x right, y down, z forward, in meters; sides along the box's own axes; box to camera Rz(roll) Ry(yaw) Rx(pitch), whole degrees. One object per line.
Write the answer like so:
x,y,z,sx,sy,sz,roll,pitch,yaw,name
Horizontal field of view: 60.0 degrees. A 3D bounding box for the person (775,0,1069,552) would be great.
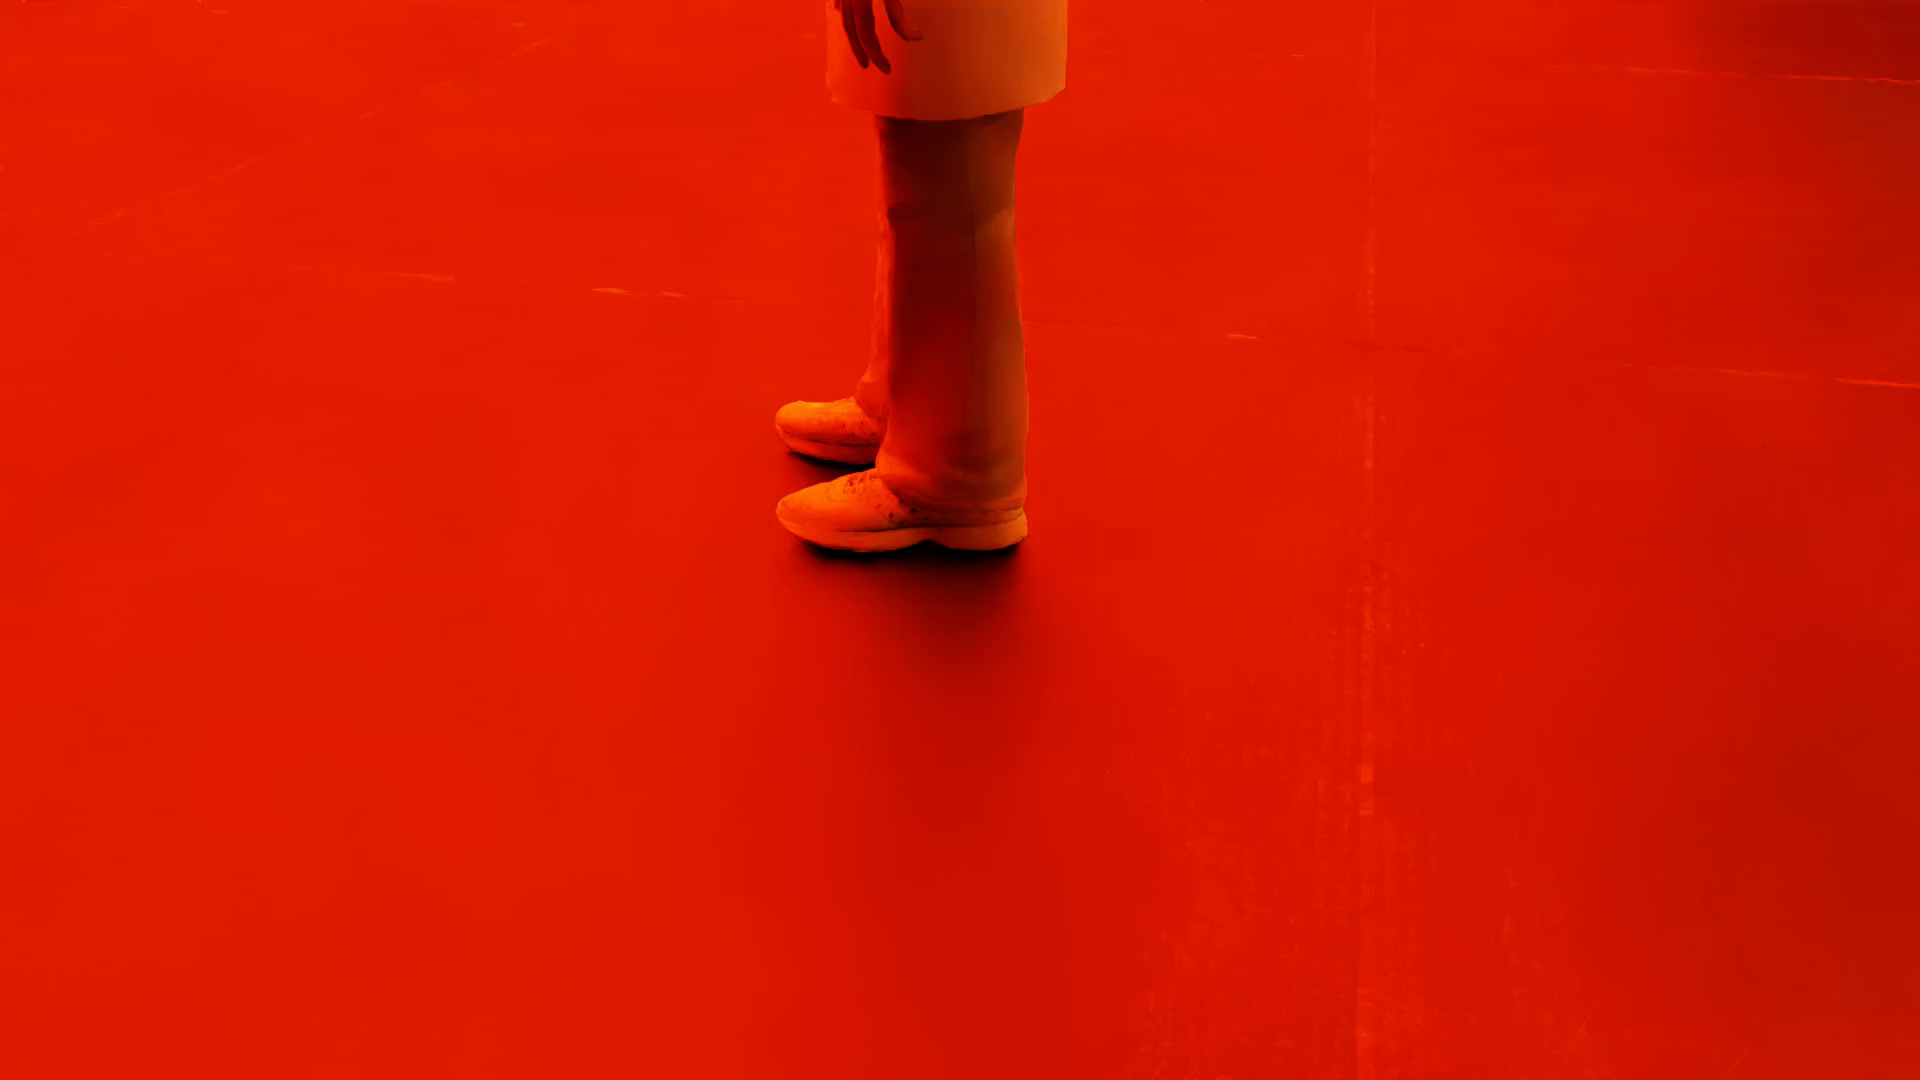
-0.088,-0.811,2.118,0.579,1.776,0.694,6,27,11,person
